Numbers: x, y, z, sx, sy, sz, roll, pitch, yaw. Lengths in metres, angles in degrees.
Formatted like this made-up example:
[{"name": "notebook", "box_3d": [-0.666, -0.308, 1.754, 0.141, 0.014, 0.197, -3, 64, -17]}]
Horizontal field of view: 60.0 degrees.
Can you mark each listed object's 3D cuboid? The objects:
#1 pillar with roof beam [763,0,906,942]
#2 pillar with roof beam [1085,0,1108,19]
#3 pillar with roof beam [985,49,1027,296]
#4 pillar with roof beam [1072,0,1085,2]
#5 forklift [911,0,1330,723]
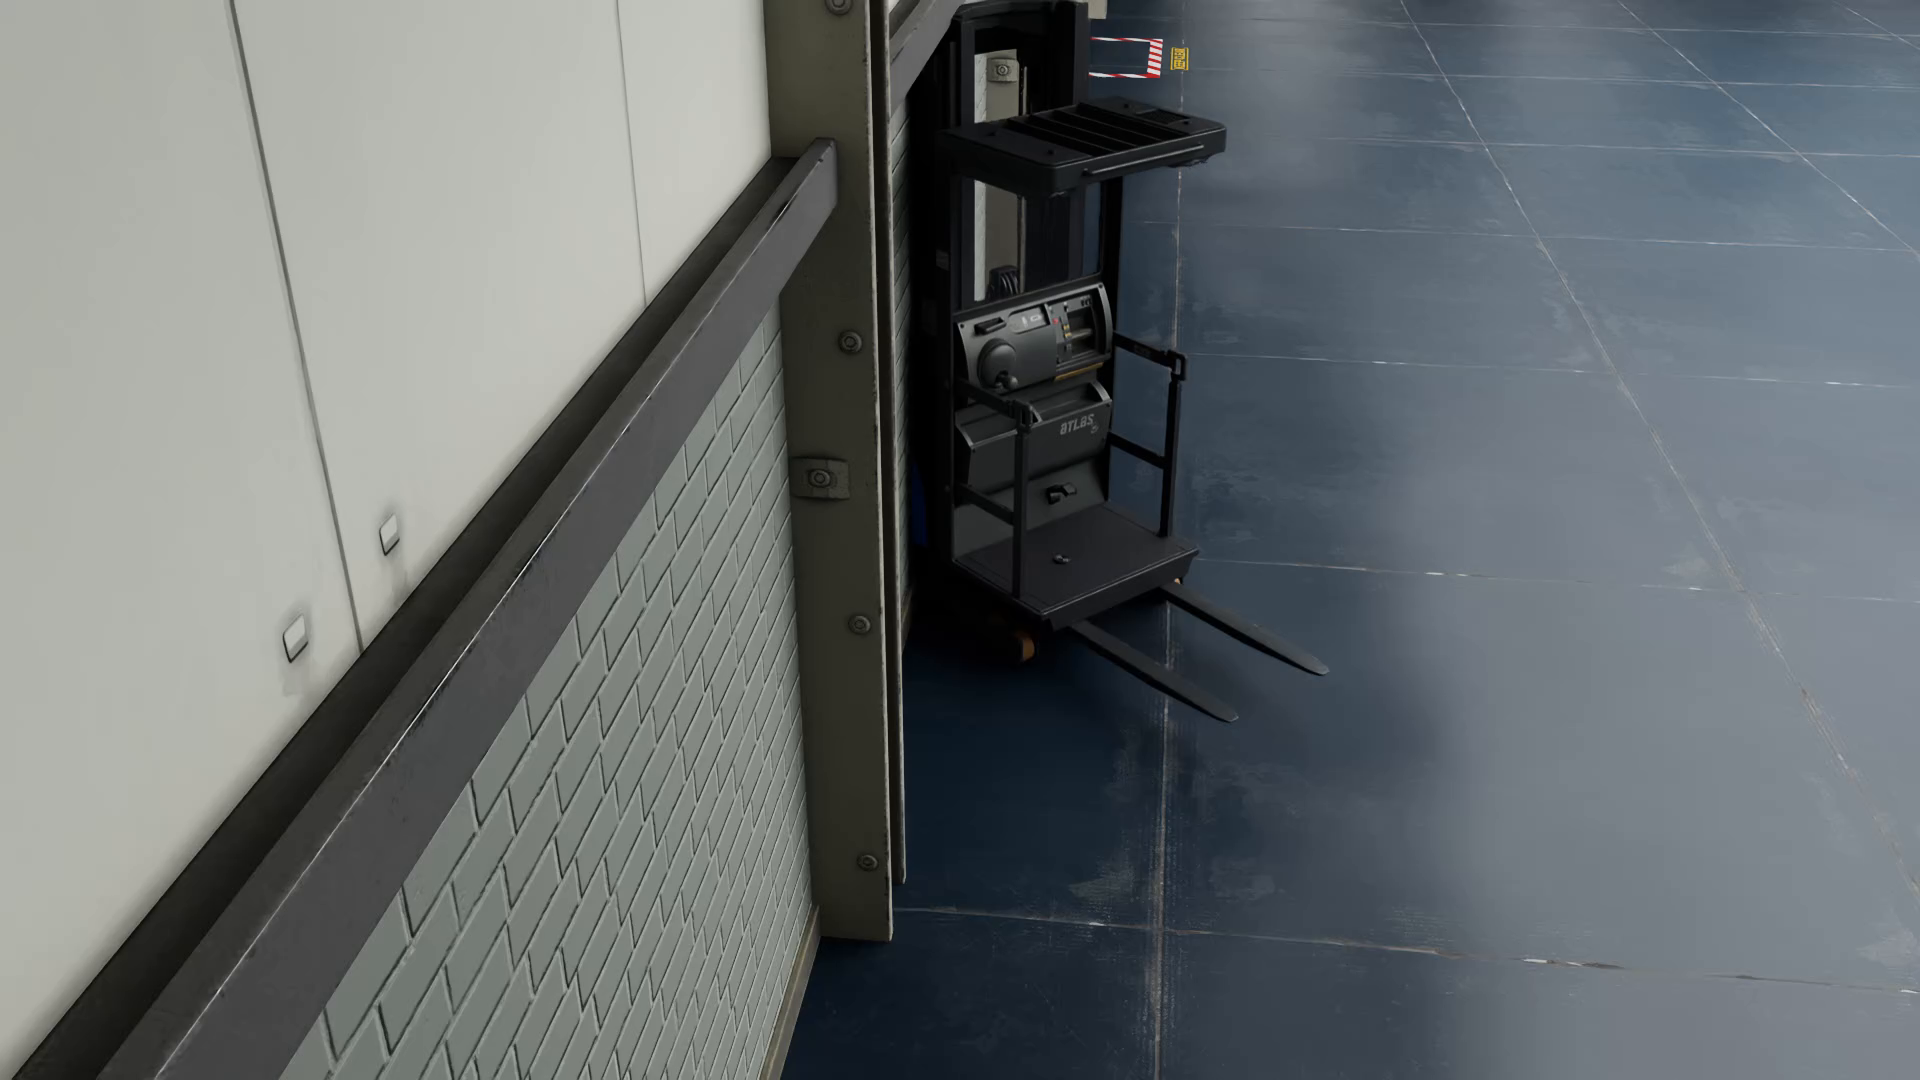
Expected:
[{"name": "pillar with roof beam", "box_3d": [3.876, -2.271, 3.977, 9.100, 9.000, 0.400, 3, 28, 6]}, {"name": "pillar with roof beam", "box_3d": [6.082, -10.744, 19.704, 9.100, 9.000, 0.400, 3, 28, 6]}, {"name": "pillar with roof beam", "box_3d": [4.612, -5.095, 9.219, 9.100, 9.000, 0.400, 3, 28, 6]}, {"name": "pillar with roof beam", "box_3d": [5.347, -7.919, 14.462, 9.100, 9.000, 0.400, 3, 28, 6]}, {"name": "forklift", "box_3d": [0.504, -0.954, 7.931, 1.130, 2.935, 3.031, -21, 35, -33]}]
